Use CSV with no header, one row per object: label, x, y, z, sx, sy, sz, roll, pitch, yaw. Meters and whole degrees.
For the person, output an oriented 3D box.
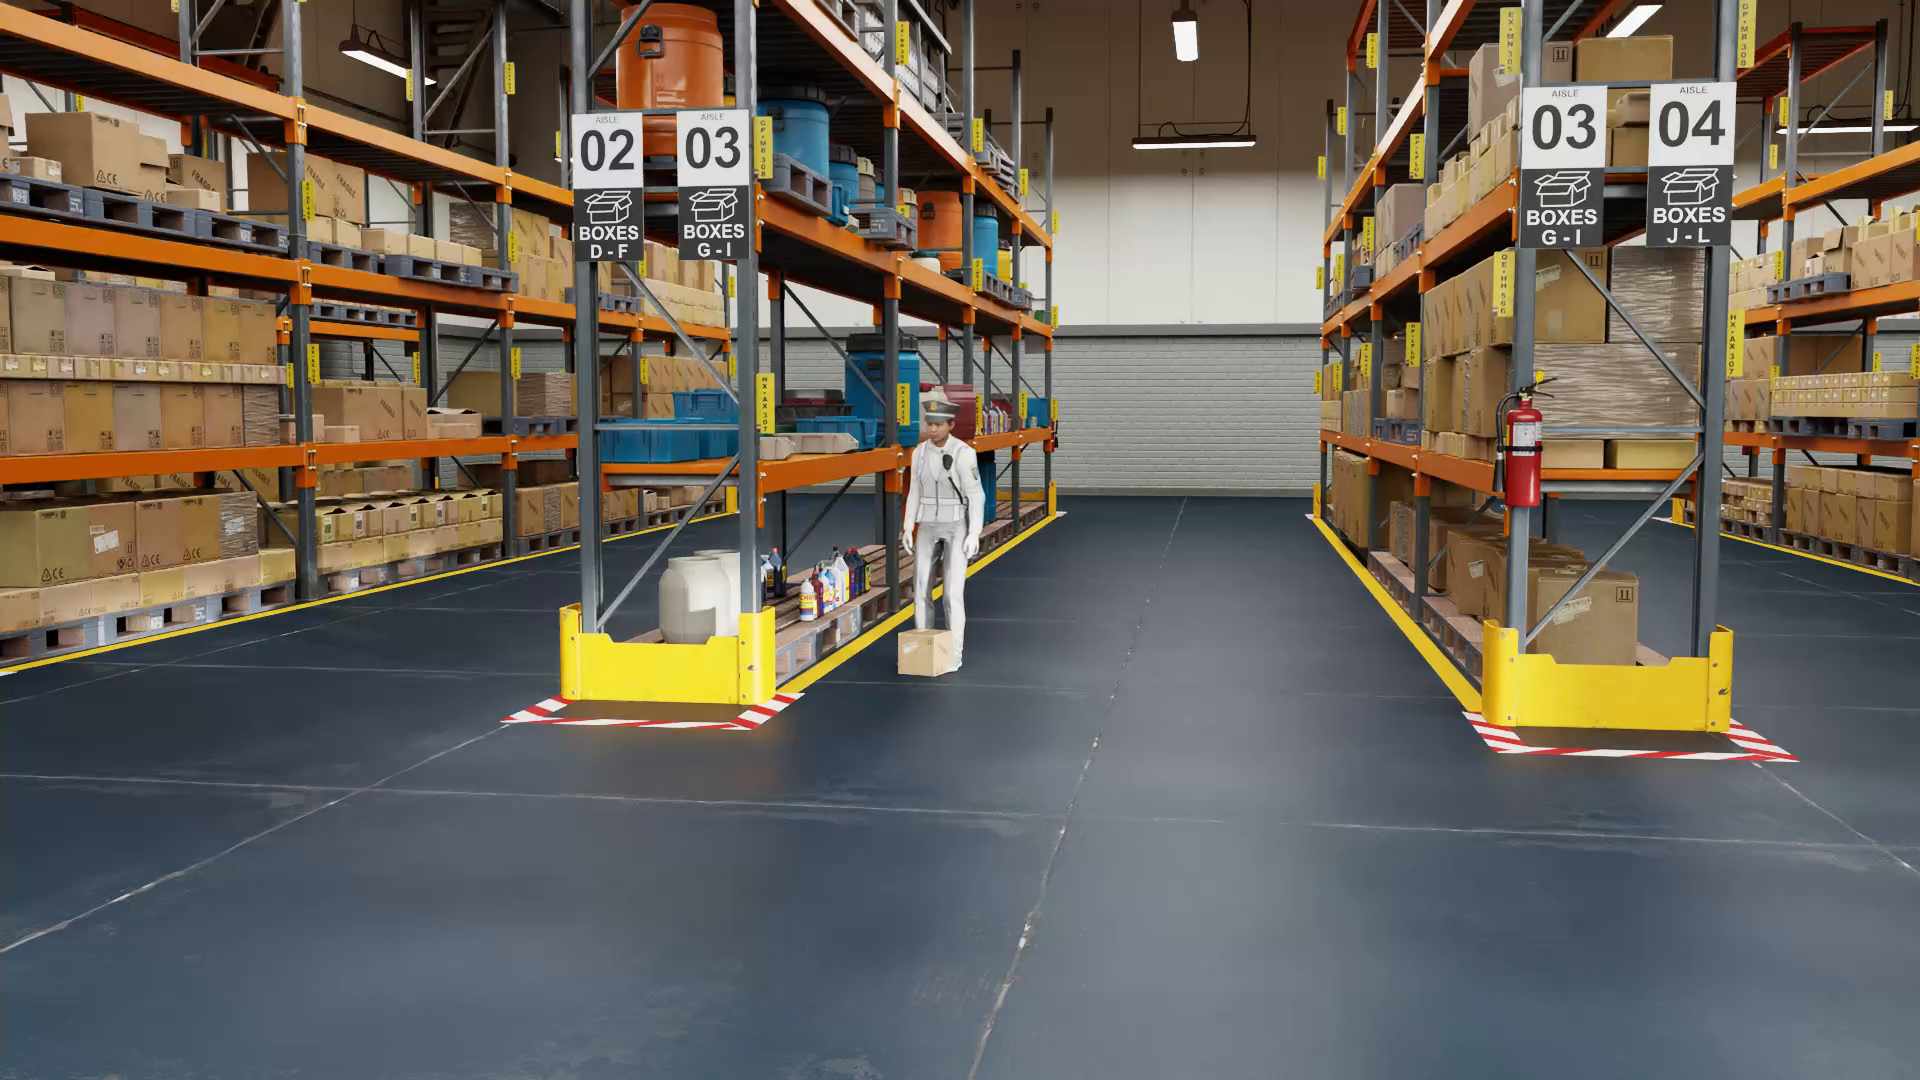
person,-0.114,-0.034,10.307,0.535,1.663,0.404,2,5,27
